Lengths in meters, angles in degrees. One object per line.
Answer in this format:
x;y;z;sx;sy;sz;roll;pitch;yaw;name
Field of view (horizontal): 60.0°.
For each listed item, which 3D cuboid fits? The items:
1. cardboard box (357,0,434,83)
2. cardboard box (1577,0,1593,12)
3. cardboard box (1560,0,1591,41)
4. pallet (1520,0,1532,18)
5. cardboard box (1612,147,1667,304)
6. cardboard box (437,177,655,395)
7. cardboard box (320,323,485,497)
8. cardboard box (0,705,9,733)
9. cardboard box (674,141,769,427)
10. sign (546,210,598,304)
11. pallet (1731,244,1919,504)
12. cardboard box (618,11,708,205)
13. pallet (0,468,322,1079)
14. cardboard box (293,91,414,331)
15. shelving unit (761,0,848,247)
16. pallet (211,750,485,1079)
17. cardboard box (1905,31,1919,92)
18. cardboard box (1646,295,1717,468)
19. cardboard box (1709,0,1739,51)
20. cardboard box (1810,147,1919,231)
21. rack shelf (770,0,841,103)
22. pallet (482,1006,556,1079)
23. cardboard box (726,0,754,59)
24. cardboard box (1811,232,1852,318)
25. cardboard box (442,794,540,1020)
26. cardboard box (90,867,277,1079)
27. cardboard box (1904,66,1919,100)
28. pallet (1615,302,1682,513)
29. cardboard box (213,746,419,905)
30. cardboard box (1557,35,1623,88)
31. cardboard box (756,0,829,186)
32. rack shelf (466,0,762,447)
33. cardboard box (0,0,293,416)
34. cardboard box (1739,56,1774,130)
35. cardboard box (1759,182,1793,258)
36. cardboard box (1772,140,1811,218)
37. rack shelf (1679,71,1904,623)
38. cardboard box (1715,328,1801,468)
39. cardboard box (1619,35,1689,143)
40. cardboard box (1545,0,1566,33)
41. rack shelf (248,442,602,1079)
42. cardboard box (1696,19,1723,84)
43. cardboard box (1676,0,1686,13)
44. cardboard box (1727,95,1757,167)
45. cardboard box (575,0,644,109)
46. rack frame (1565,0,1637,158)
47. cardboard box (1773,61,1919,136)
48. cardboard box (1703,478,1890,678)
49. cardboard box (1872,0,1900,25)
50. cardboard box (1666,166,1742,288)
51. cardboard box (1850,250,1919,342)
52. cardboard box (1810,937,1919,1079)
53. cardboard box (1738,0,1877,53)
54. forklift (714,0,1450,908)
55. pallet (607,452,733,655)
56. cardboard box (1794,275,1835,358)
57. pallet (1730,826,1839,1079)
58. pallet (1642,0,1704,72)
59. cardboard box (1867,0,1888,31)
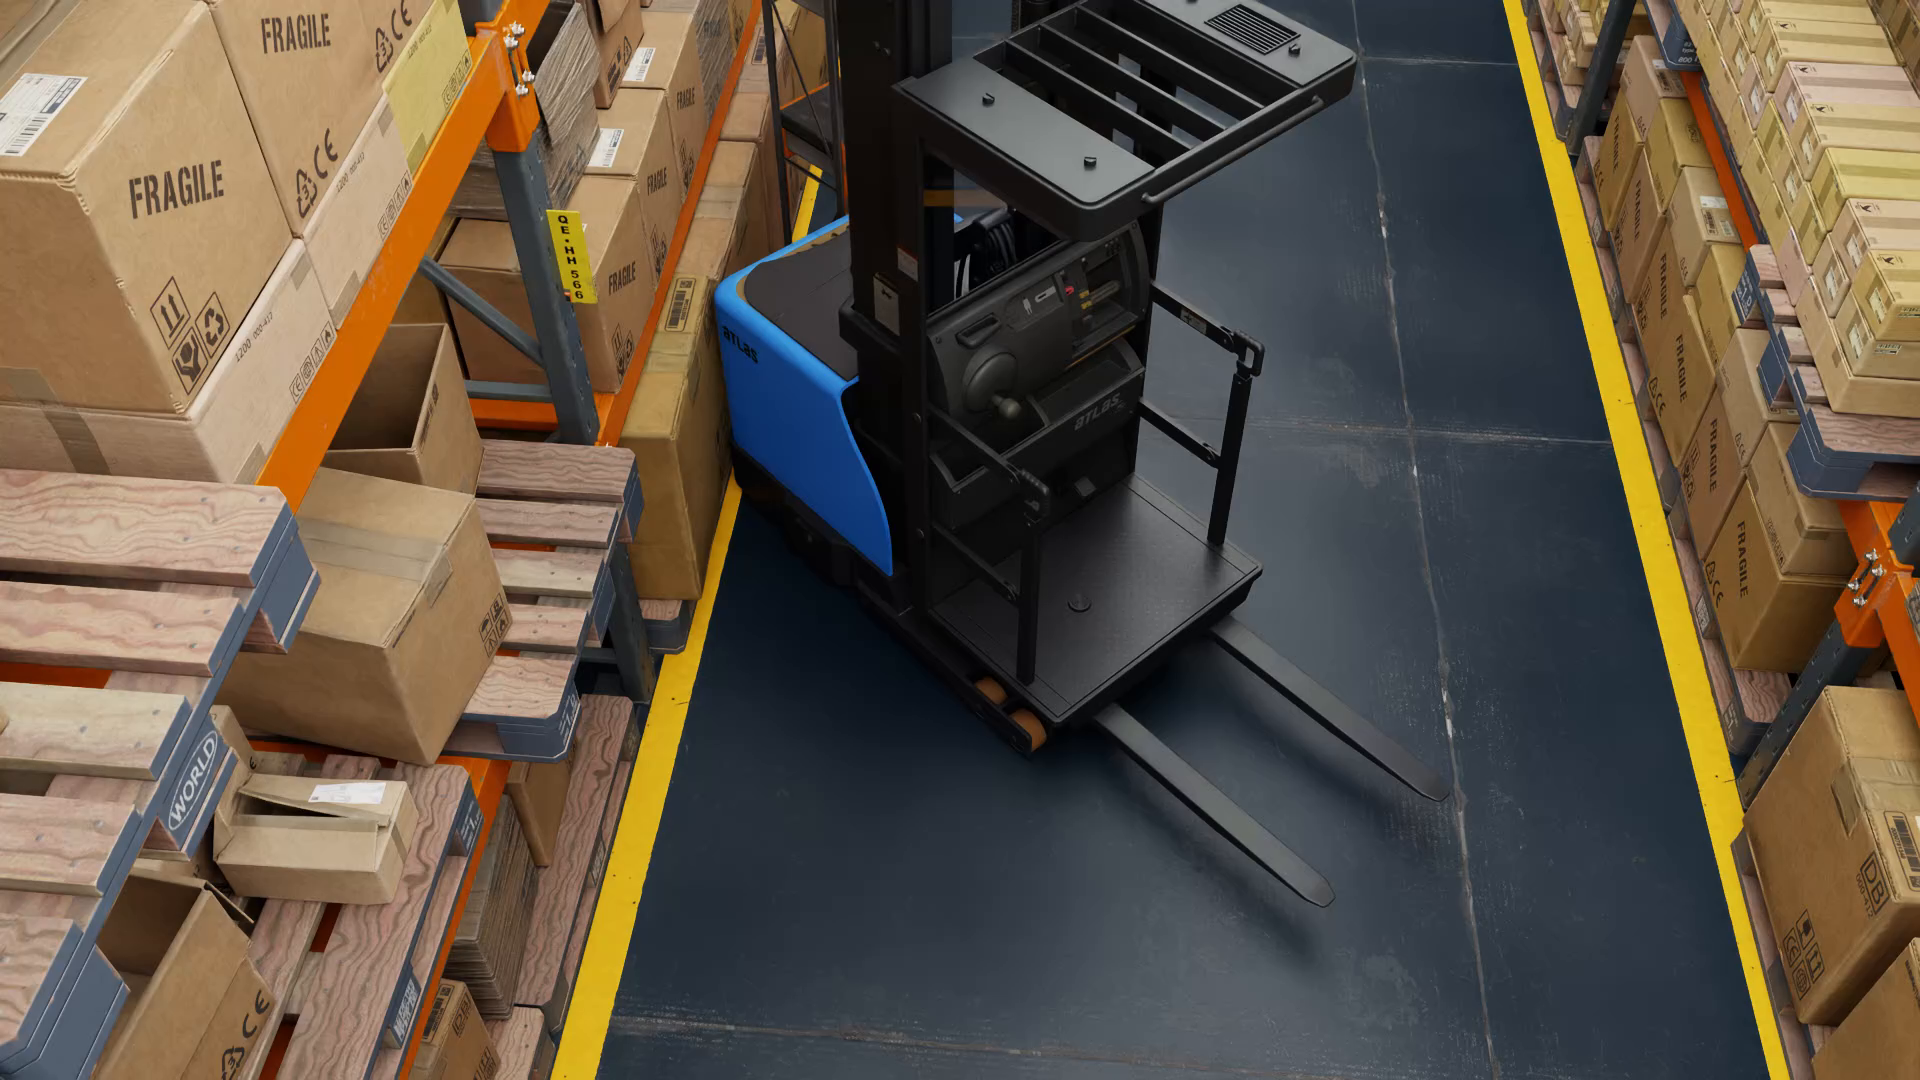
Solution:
-1.445;-1.319;3.510;0.500;0.500;0.500;5;48;5;cardboard box
3.401;-2.853;8.596;0.380;0.149;0.250;4;48;4;cardboard box
3.369;-2.735;8.691;0.380;0.149;0.250;2;48;2;cardboard box
3.779;-3.457;9.794;1.003;0.211;1.213;4;48;4;pallet
3.266;-1.387;7.421;0.500;0.500;0.500;6;48;5;cardboard box
-1.335;-0.844;5.447;0.500;0.500;0.500;5;48;5;cardboard box
-1.660;-0.247;4.617;0.500;0.500;0.500;-1;48;-1;cardboard box
-1.789;0.248;2.129;0.797;0.503;0.637;6;48;5;cardboard box
-1.478;-1.056;6.864;1.225;0.875;0.875;4;48;4;cardboard box
-1.109;-0.806;4.749;0.100;0.325;0.005;4;48;4;sign
3.238;-0.530;5.357;1.213;0.211;1.003;4;48;4;pallet
-1.247;-1.600;6.139;0.500;0.500;0.500;3;48;3;cardboard box
-1.761;0.310;2.554;1.213;0.211;1.003;4;48;4;pallet
-1.481;-0.702;3.454;0.500;0.250;0.500;4;48;3;cardboard box
-0.431;-1.594;6.811;0.503;2.100;0.431;-36;57;-28;shelving unit
-1.790;1.051;3.912;1.003;0.211;1.213;4;48;4;pallet
3.660;-1.707;5.989;0.380;0.149;0.250;5;48;5;cardboard box
3.162;-0.634;6.732;0.500;0.500;0.500;2;48;2;cardboard box
3.036;-1.937;6.199;0.380;0.149;0.250;3;48;3;cardboard box
2.917;-1.089;5.222;0.380;0.149;0.250;5;48;5;cardboard box
-0.431;-2.058;6.305;0.480;0.518;0.431;-36;57;-28;rack shelf
-1.837;1.938;4.860;1.003;0.211;1.213;4;48;4;pallet
-1.149;-2.335;6.811;0.500;0.500;0.500;3;48;3;cardboard box
2.894;-0.811;5.169;0.380;0.149;0.250;5;48;5;cardboard box
-1.729;1.126;5.109;0.700;0.500;0.500;0;48;0;cardboard box
-1.949;1.011;3.463;0.797;0.503;0.637;8;48;8;cardboard box
3.665;-1.601;6.093;0.380;0.149;0.250;2;48;2;cardboard box
3.466;-0.591;7.173;1.003;0.211;1.213;4;48;4;pallet
-1.534;0.676;3.931;0.396;0.266;0.258;3;48;2;cardboard box
3.341;-2.493;8.671;0.380;0.149;0.250;4;48;4;cardboard box
-1.324;-2.364;8.060;1.225;0.875;0.875;4;48;4;cardboard box
-1.468;-1.698;6.784;1.077;0.370;4.000;4;48;4;rack shelf
-1.541;-0.578;2.833;0.500;0.500;0.500;5;48;4;cardboard box
2.987;-1.562;5.856;0.380;0.149;0.250;5;48;5;cardboard box
2.941;-1.068;5.606;0.380;0.149;0.250;3;48;3;cardboard box
2.939;-1.188;5.514;0.380;0.149;0.250;4;48;4;cardboard box
3.462;-1.290;6.411;1.077;0.370;4.000;4;48;4;rack shelf
3.116;-0.507;6.108;0.500;0.250;0.500;4;48;4;cardboard box
3.314;-2.029;7.500;0.500;0.250;0.500;2;48;2;cardboard box
3.407;-2.877;9.022;0.380;0.149;0.250;2;48;2;cardboard box
-1.833;1.241;4.095;1.077;0.370;4.000;4;48;4;rack shelf
3.037;-1.841;6.313;0.380;0.149;0.250;3;48;3;cardboard box
3.080;-2.229;6.668;0.380;0.149;0.250;4;48;4;cardboard box
2.989;-1.456;5.960;0.380;0.149;0.250;5;48;5;cardboard box
-1.506;-1.858;5.695;0.797;0.503;0.637;5;48;4;cardboard box
3.644;-3.003;7.490;1.000;3.000;0.127;4;48;4;rack frame
2.965;-1.462;5.563;0.380;0.149;0.250;4;48;4;cardboard box
3.079;0.137;6.027;0.500;0.500;0.500;4;48;3;cardboard box
3.711;-2.086;6.335;0.380;0.149;0.250;2;48;2;cardboard box
3.217;-1.263;6.799;0.500;0.250;0.500;6;48;5;cardboard box
2.868;-0.712;4.877;0.380;0.149;0.250;2;48;2;cardboard box
3.058;1.638;4.485;1.050;0.750;0.750;5;48;4;cardboard box
3.012;-1.853;5.921;0.380;0.149;0.250;5;48;5;cardboard box
0.419;-0.644;5.378;1.130;2.935;3.031;-33;56;-27;forklift
-1.504;-0.104;6.728;1.003;0.211;1.213;4;48;4;pallet
2.891;-0.696;5.265;0.380;0.149;0.250;4;48;3;cardboard box
3.133;1.452;5.305;1.003;0.211;1.213;4;48;4;pallet
3.430;-2.386;7.056;1.003;0.211;1.213;4;48;4;pallet
3.715;-1.992;6.450;0.380;0.149;0.250;2;48;2;cardboard box
